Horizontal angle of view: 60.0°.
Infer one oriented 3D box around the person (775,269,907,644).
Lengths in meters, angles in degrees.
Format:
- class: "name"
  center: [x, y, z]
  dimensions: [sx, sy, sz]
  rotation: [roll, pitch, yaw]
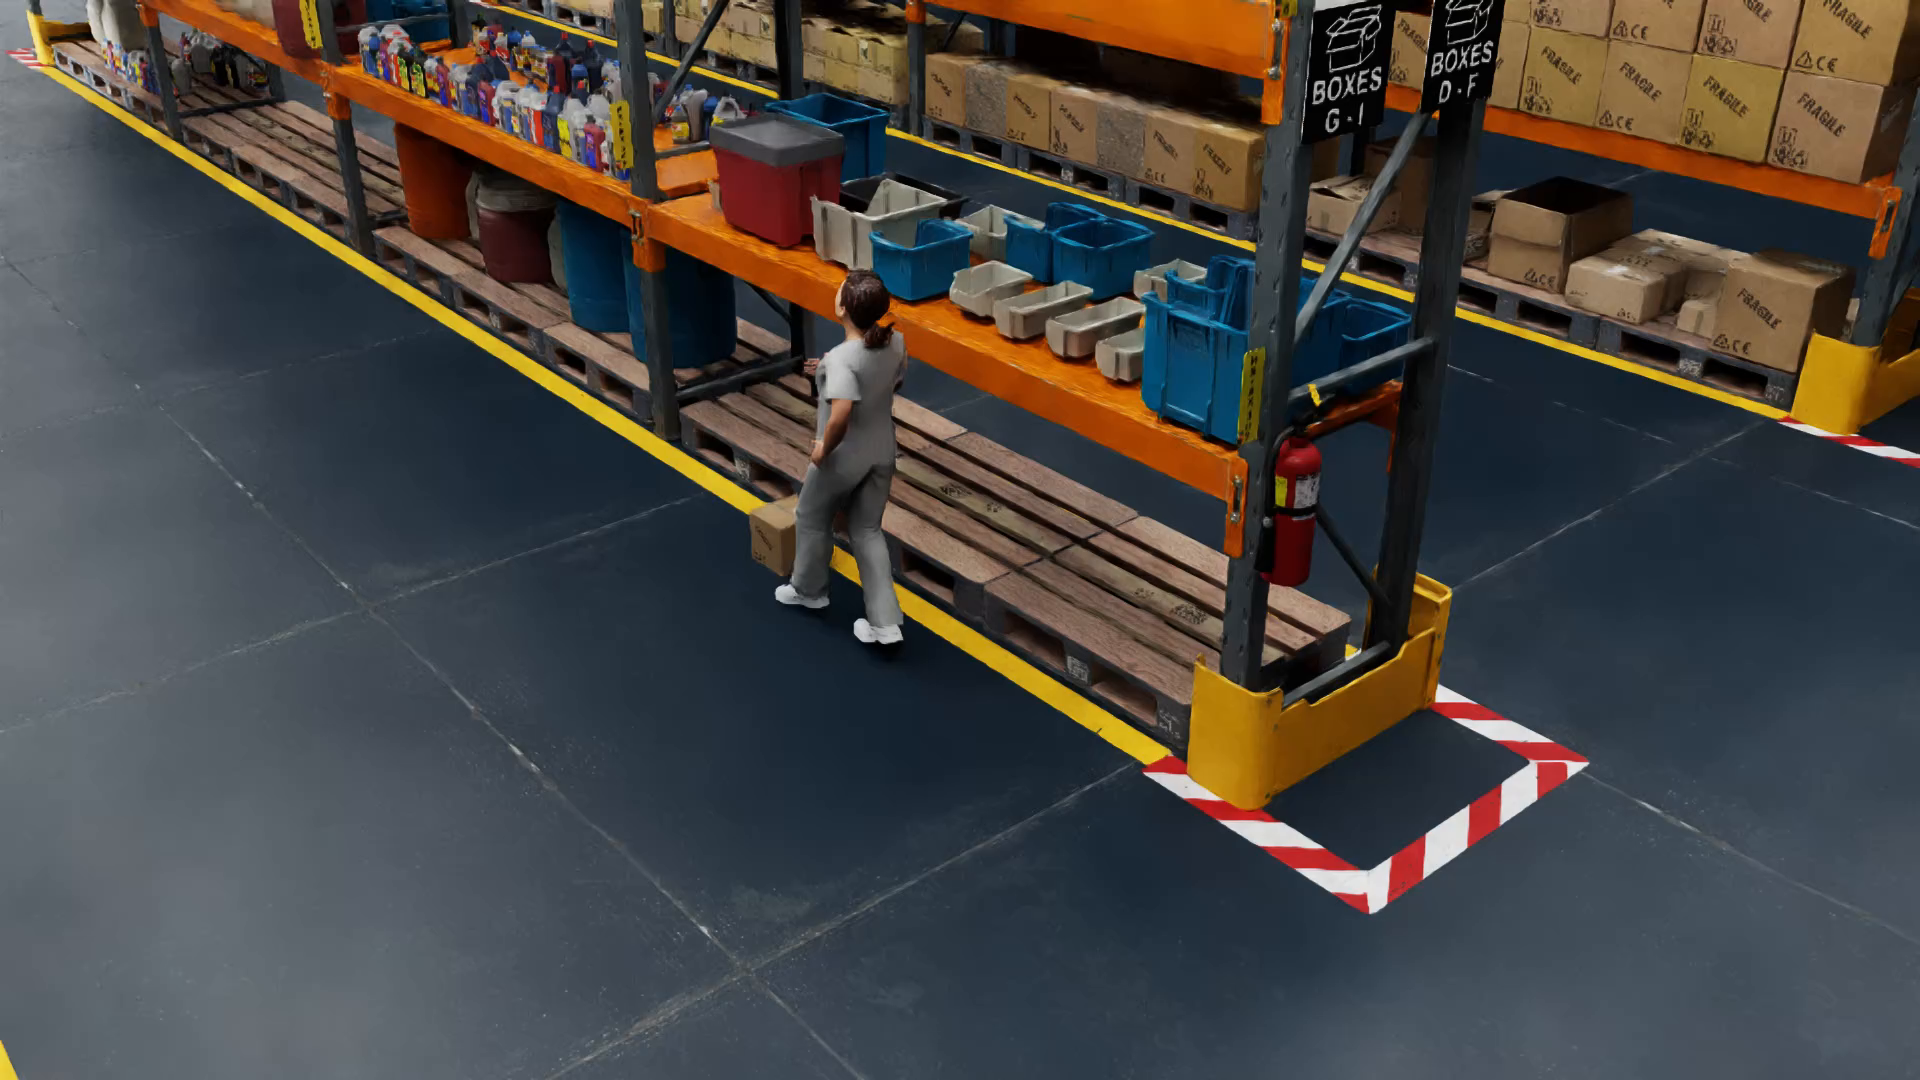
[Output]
- class: "person"
  center: [-0.498, -0.254, 6.875]
  dimensions: [0.527, 1.400, 0.797]
  rotation: [-19, 34, -32]
